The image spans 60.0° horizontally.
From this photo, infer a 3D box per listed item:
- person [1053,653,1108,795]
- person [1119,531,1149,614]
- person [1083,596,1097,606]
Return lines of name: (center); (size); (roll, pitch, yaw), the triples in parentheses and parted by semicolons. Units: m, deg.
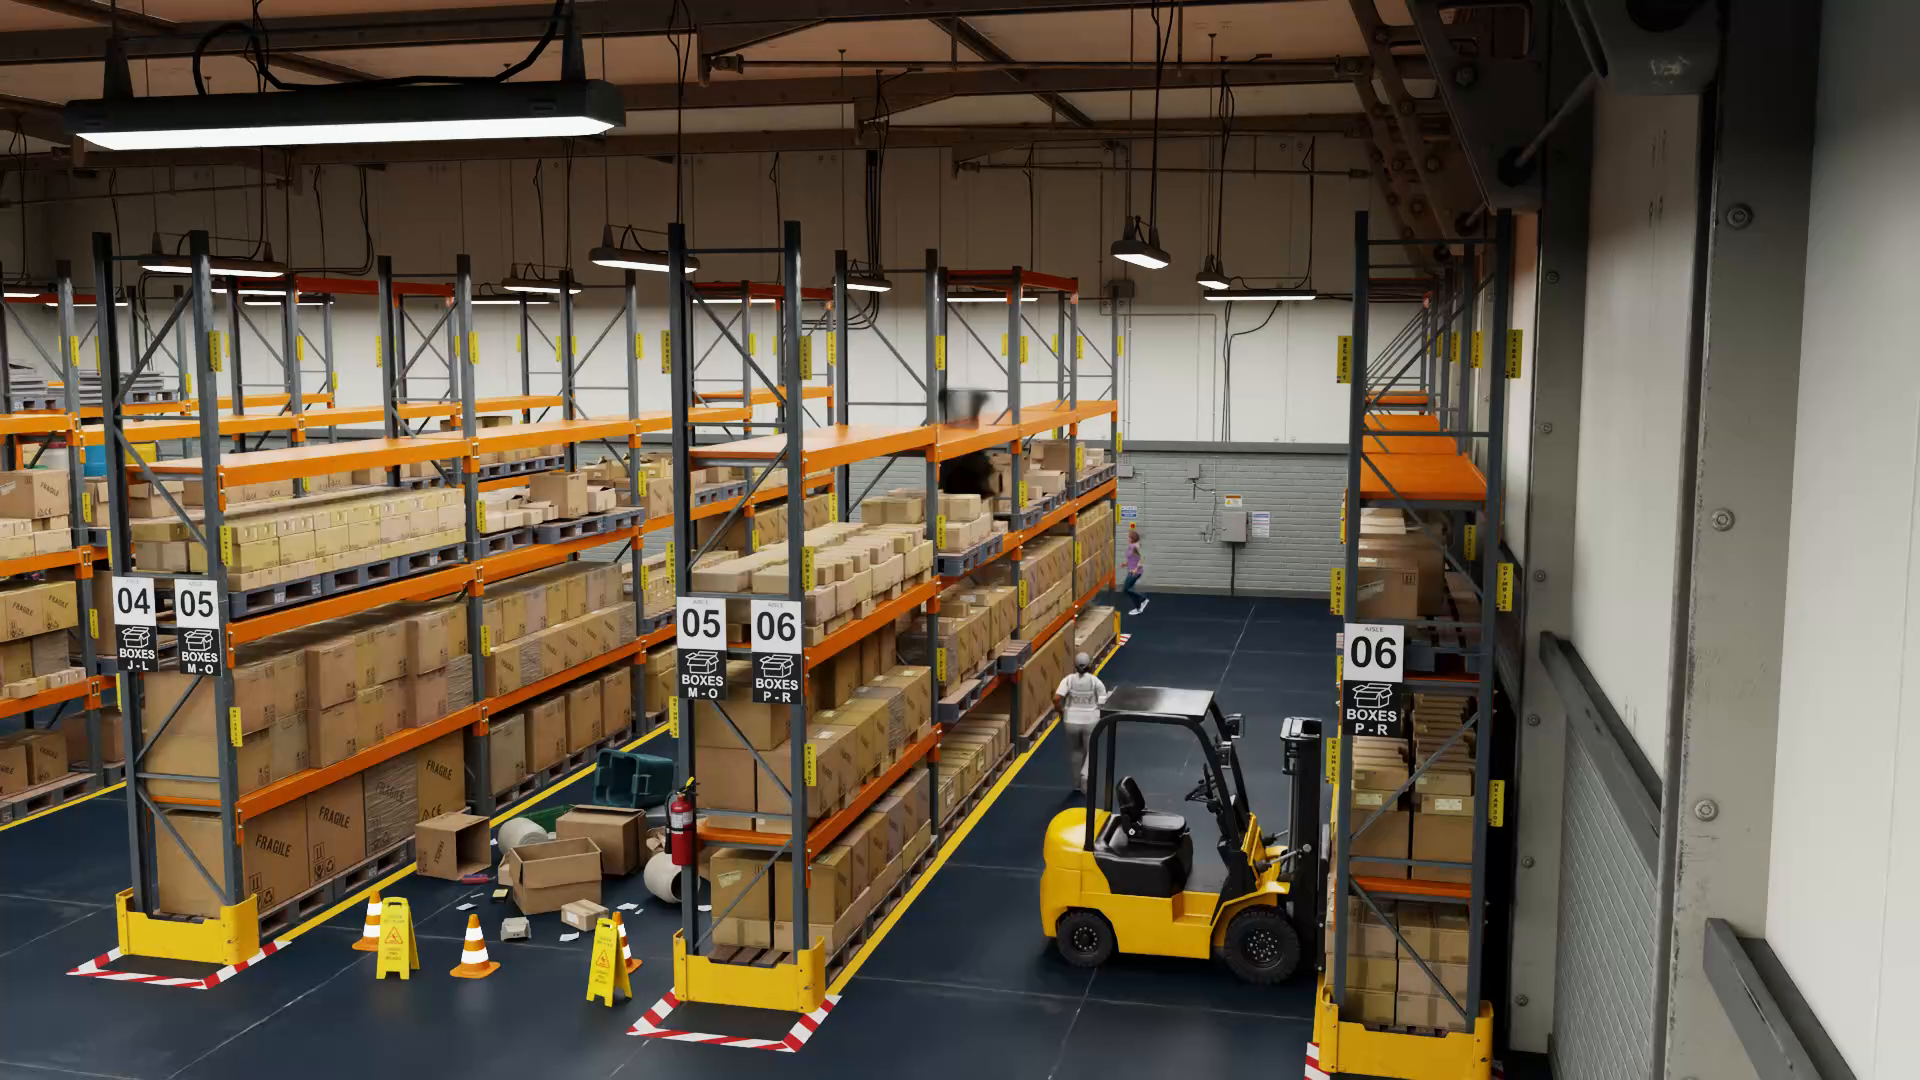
person: (1.369, 2.071, 18.716); (0.614, 1.632, 0.861); (2, 7, 13)
person: (3.251, 0.608, 31.100); (0.527, 1.567, 0.538); (0, 7, -2)
person: (2.279, 0.791, 29.638); (0.612, 1.544, 0.549); (1, 7, 4)
